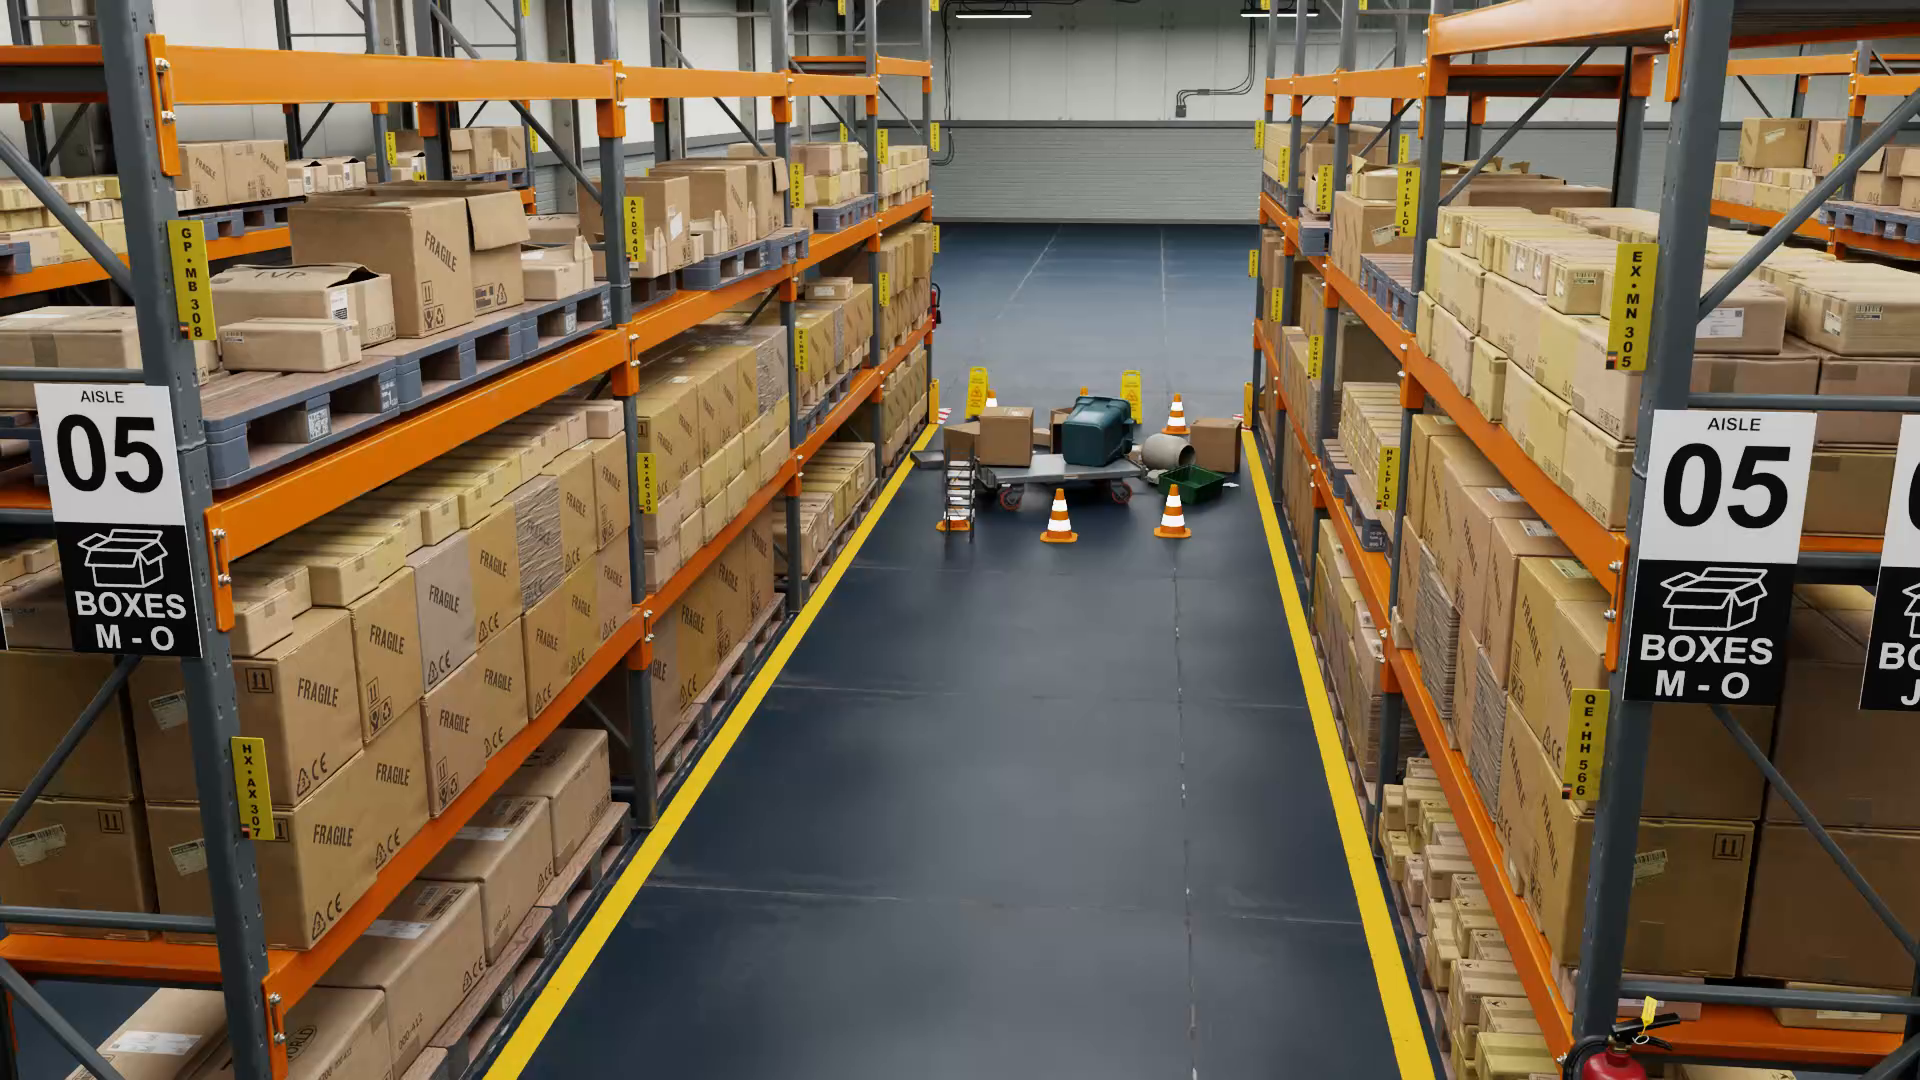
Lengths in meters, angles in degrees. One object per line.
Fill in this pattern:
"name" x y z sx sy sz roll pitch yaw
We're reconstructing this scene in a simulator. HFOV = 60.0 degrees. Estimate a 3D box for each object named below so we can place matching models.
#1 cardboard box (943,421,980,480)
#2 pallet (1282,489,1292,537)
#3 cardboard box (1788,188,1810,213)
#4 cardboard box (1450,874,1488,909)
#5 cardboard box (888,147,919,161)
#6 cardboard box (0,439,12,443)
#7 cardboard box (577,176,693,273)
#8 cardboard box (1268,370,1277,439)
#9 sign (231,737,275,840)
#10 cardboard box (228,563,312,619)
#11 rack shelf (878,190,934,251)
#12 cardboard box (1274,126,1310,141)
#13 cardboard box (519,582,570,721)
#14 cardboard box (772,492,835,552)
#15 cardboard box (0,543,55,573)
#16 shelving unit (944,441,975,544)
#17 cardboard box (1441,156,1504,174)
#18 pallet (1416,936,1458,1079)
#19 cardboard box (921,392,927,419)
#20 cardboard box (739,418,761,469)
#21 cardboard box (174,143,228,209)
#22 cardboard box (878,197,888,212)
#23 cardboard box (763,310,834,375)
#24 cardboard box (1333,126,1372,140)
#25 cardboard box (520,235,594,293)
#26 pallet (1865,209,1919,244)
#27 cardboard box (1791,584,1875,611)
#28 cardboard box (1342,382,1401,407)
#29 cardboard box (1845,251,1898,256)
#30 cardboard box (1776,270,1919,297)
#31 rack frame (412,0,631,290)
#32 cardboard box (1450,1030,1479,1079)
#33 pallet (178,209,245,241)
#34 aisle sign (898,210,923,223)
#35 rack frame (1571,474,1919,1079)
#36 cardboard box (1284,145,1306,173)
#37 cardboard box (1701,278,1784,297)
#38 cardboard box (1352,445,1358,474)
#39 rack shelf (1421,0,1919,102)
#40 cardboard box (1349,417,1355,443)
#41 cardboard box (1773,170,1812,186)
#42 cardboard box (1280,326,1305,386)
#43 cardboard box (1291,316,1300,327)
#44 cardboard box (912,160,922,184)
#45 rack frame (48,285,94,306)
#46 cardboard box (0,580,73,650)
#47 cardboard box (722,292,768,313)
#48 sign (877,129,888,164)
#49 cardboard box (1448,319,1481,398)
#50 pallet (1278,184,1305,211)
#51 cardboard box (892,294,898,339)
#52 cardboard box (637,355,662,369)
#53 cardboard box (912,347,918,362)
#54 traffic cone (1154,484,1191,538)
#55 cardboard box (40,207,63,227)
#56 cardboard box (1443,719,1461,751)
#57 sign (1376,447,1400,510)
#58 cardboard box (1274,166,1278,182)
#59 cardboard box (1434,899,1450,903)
"cardboard box" 0.171 -0.965 17.856 0.500 0.500 0.500 -14 20 -42
"pallet" 3.616 -0.265 15.824 1.003 0.211 1.213 2 15 6
"cardboard box" 8.406 -3.277 16.165 0.500 0.250 0.500 2 15 8
"cardboard box" 2.346 1.573 7.203 0.380 0.149 0.250 1 15 4
"cardboard box" -0.673 -4.453 19.178 0.380 0.149 0.250 2 15 6
"cardboard box" -6.713 -0.711 11.136 0.700 0.500 0.500 2 15 6
"cardboard box" -1.817 -1.777 9.332 0.500 0.500 0.500 1 15 5
"cardboard box" 3.971 -1.621 18.766 0.875 0.875 0.875 1 15 5
"sign" -2.105 0.742 4.951 0.100 0.325 0.005 2 15 6
"cardboard box" -2.382 0.182 5.482 0.380 0.149 0.250 2 15 8
"rack shelf" -1.076 -3.552 18.271 1.077 0.370 4.000 2 15 6
"cardboard box" 3.552 -4.340 17.764 0.380 0.149 0.250 2 15 7
"cardboard box" -2.098 0.486 7.513 0.500 0.500 0.500 1 15 5
"cardboard box" -1.604 -0.167 14.352 0.950 0.372 0.625 1 15 5
"cardboard box" -6.667 0.129 11.768 0.380 0.149 0.250 1 15 4
"shelving unit" -0.001 -0.432 15.125 0.258 0.900 0.210 2 15 6
"cardboard box" 3.346 -2.395 10.957 0.396 0.266 0.258 2 15 6
"pallet" 2.550 2.101 7.077 1.003 0.211 1.213 2 15 6
"cardboard box" -0.677 -1.622 19.964 0.500 0.250 0.500 2 15 6
"cardboard box" -1.647 -0.664 11.290 0.500 0.250 0.500 1 15 5
"cardboard box" -6.362 -2.968 13.547 0.500 0.500 0.500 2 15 7
"cardboard box" -0.935 -3.399 16.809 0.380 0.149 0.250 2 15 6
"cardboard box" -1.367 -1.673 14.124 0.500 0.500 0.500 2 15 7
"cardboard box" 4.235 -4.386 17.935 0.380 0.149 0.250 1 15 5
"cardboard box" -1.959 -1.317 7.888 0.396 0.266 0.258 2 15 8
"pallet" 8.255 -2.572 13.628 1.213 0.211 1.003 2 15 6
"cardboard box" 2.639 0.385 5.402 0.500 0.500 0.500 2 15 8
"cardboard box" 2.932 -1.029 11.846 0.380 0.149 0.250 2 15 6
"cardboard box" 8.903 -2.554 16.272 0.500 0.500 0.500 2 15 6
"cardboard box" 2.687 -0.721 4.990 0.380 0.149 0.250 2 15 6
"rack frame" -2.204 -2.754 8.194 1.000 3.000 0.127 2 15 6
"cardboard box" 2.151 2.062 6.535 0.380 0.149 0.250 1 15 4
"pallet" -6.698 -2.576 13.645 1.213 0.211 1.003 2 15 9
"aisle sign" -0.555 -4.232 20.176 0.394 0.787 0.004 2 15 6
"rack frame" 2.274 1.299 4.698 1.000 3.000 0.127 2 15 6
"cardboard box" 3.429 -3.718 16.230 0.500 0.250 0.500 2 15 6
"cardboard box" 2.123 -0.667 4.788 0.380 0.149 0.250 2 15 7
"cardboard box" 2.836 -0.537 11.167 0.380 0.149 0.250 2 15 9
"rack shelf" 2.500 -1.767 5.928 1.077 0.370 4.000 2 15 6
"cardboard box" 2.867 -0.741 11.352 0.380 0.149 0.250 1 15 5
"cardboard box" 8.438 -3.644 16.755 0.380 0.149 0.250 2 15 9
"cardboard box" 3.301 -1.733 15.720 0.500 0.500 0.500 2 15 7
"cardboard box" 3.658 -1.981 16.544 0.875 0.550 0.550 2 15 6
"cardboard box" -0.712 -4.218 19.075 0.500 0.250 0.500 1 15 5
"rack frame" -6.686 -1.040 13.351 1.000 3.000 0.127 2 15 6
"cardboard box" -2.814 0.237 5.278 0.380 0.149 0.250 2 15 7
"cardboard box" -1.849 -2.035 14.222 0.380 0.149 0.250 1 15 4
"sign" -0.750 -3.805 16.083 0.100 0.325 0.005 2 15 6
"cardboard box" 2.285 -0.737 6.769 0.500 0.250 0.500 2 15 9
"pallet" 3.731 -3.430 16.612 1.003 0.211 1.213 2 15 6
"cardboard box" -0.942 -2.361 17.474 0.500 0.500 0.500 2 15 6
"cardboard box" -2.232 -0.912 10.769 0.500 0.500 0.500 2 15 7
"cardboard box" -0.688 -2.143 19.212 0.380 0.149 0.250 2 15 7
"traffic cone" 1.976 -0.285 15.418 0.336 0.463 0.334 2 15 6
"cardboard box" -6.575 -2.310 11.822 0.380 0.149 0.250 2 15 6
"cardboard box" 2.268 0.790 7.063 0.380 0.149 0.250 2 15 9
"sign" 2.174 -0.312 8.441 0.100 0.325 0.005 2 15 6
"cardboard box" 3.494 -3.825 17.388 0.380 0.149 0.250 2 15 6
"cardboard box" 2.348 1.649 7.491 0.380 0.149 0.250 2 15 9
